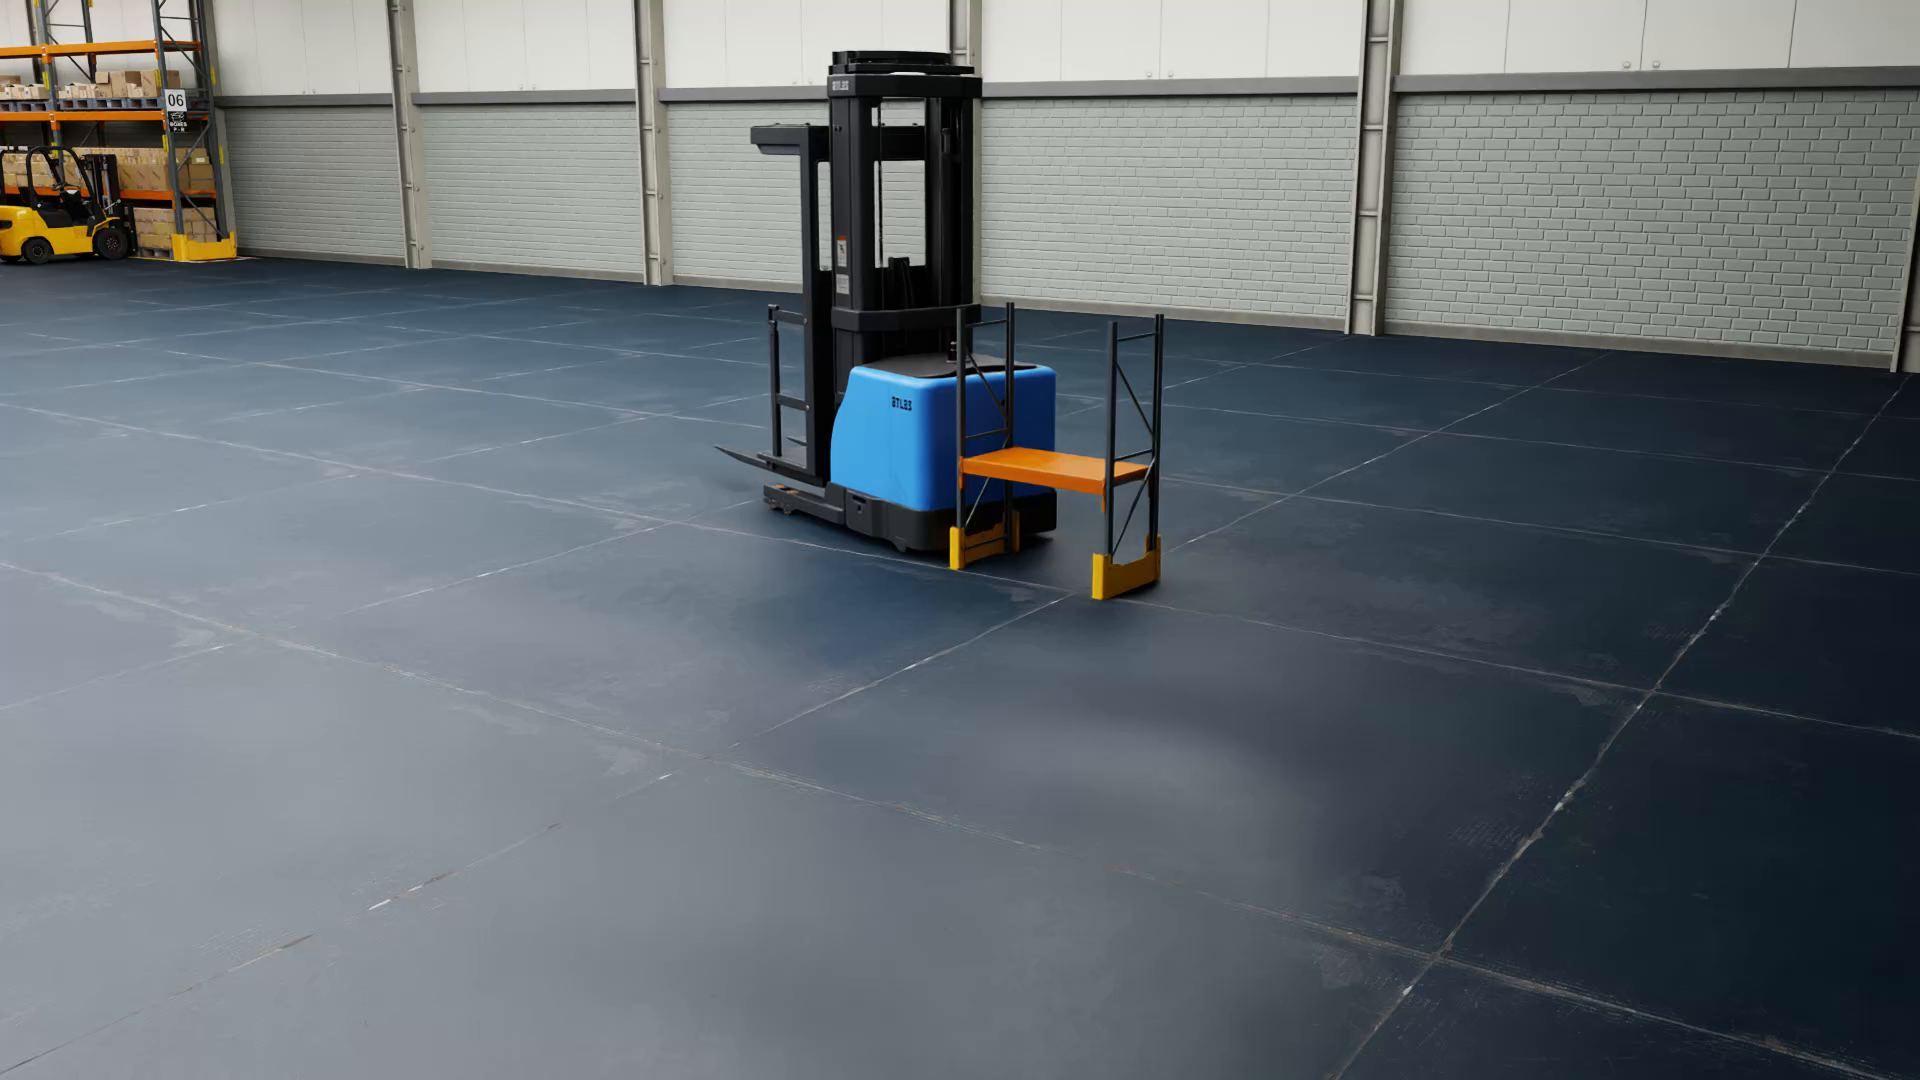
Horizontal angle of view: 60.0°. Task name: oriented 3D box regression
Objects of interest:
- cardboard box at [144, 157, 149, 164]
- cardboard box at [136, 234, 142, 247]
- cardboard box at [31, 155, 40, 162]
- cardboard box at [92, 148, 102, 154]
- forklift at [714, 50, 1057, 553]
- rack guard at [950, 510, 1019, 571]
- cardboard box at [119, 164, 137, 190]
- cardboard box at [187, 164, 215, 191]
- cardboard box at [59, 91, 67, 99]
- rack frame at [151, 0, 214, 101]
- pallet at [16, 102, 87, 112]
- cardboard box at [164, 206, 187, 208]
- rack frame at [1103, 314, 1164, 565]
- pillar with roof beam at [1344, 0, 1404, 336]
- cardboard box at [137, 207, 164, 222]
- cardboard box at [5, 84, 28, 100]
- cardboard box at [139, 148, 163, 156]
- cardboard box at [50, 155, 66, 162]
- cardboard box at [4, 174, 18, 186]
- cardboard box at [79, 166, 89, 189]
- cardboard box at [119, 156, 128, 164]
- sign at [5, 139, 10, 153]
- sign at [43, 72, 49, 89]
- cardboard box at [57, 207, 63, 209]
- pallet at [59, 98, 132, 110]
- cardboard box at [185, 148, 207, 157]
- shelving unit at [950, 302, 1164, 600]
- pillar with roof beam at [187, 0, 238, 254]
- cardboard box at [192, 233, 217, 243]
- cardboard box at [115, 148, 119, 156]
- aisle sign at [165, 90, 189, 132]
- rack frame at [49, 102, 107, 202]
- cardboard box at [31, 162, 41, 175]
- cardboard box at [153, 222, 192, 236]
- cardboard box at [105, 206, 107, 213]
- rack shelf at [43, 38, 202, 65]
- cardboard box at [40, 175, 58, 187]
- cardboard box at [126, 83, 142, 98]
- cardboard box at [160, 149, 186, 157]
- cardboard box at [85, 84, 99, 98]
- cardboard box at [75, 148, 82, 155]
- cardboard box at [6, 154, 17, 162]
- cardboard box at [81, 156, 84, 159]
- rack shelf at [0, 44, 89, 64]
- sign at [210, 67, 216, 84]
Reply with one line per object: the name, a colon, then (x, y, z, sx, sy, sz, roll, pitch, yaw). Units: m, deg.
cardboard box: (-15.660, -7.404, 32.433, 0.250, 0.149, 0.380, 10, 17, 34)
cardboard box: (-16.190, -5.981, 33.092, 0.500, 0.250, 0.500, 9, 17, 33)
cardboard box: (-19.223, -7.959, 34.675, 0.250, 0.149, 0.380, 9, 16, 31)
cardboard box: (-17.156, -7.783, 33.345, 0.250, 0.149, 0.380, 9, 16, 32)
forklift: (-0.660, -1.648, 10.882, 1.130, 2.935, 3.031, -10, 17, -34)
rack guard: (0.150, -0.003, 9.814, 0.087, 0.250, 0.587, 11, 18, 37)
cardboard box: (-16.212, -7.177, 32.865, 0.500, 0.500, 0.500, 9, 16, 32)
cardboard box: (-15.063, -7.145, 32.736, 0.500, 0.500, 0.500, 10, 17, 35)
cardboard box: (-17.923, -8.977, 33.543, 0.250, 0.149, 0.380, 10, 17, 34)
rack frame: (-14.806, -9.887, 31.535, 0.127, 3.000, 1.000, 9, 17, 33)
pallet: (-18.865, -8.990, 34.553, 1.217, 0.209, 0.805, 8, 16, 31)
cardboard box: (-15.516, -6.498, 33.097, 0.500, 0.250, 0.500, 9, 17, 33)
rack frame: (0.942, -0.457, 9.048, 0.032, 1.500, 0.500, 11, 18, 37)
pillar with roof beam: (2.631, -6.083, 16.169, 0.400, 9.000, 9.100, 9, 17, 33)
cardboard box: (-15.790, -6.396, 32.686, 0.500, 0.250, 0.500, 10, 17, 34)
cardboard box: (-19.499, -9.328, 34.623, 0.500, 0.311, 0.500, 9, 16, 31)
cardboard box: (-15.841, -7.593, 32.578, 0.250, 0.149, 0.380, 9, 17, 33)
cardboard box: (-18.533, -7.876, 34.339, 0.250, 0.149, 0.380, 10, 17, 35)
cardboard box: (-19.938, -7.660, 35.339, 0.500, 0.250, 0.500, 10, 17, 35)
cardboard box: (-17.462, -7.382, 33.692, 0.500, 0.500, 0.500, 10, 17, 34)
cardboard box: (-16.329, -7.496, 32.804, 0.250, 0.149, 0.380, 9, 17, 33)
sign: (-21.138, -8.721, 36.900, 0.005, 0.325, 0.100, 9, 17, 33)
sign: (-18.420, -9.261, 33.520, 0.005, 0.325, 0.100, 9, 17, 33)
cardboard box: (-19.204, -6.736, 35.358, 0.625, 0.625, 0.875, 9, 17, 32)
pallet: (-17.403, -8.815, 33.632, 1.213, 0.211, 1.003, 9, 17, 33)
cardboard box: (-14.966, -7.570, 32.485, 0.250, 0.149, 0.380, 9, 16, 32)
shelving unit: (0.538, -0.535, 9.362, 1.083, 1.500, 0.587, 11, 18, 37)
pillar with roof beam: (-17.284, -9.302, 29.171, 0.400, 9.000, 9.100, 9, 17, 33)
cardboard box: (-15.105, -5.949, 32.960, 0.500, 0.250, 0.500, 9, 17, 33)
cardboard box: (-16.497, -7.693, 32.981, 0.250, 0.149, 0.380, 9, 17, 34)
aisle sign: (-14.916, -8.169, 31.672, 0.004, 0.787, 0.394, 9, 17, 33)
rack frame: (-18.126, -7.511, 34.423, 0.127, 3.000, 1.000, 9, 17, 33)
cardboard box: (-19.107, -7.763, 34.714, 0.500, 0.250, 0.500, 9, 16, 31)
cardboard box: (-15.385, -6.089, 32.488, 0.500, 0.250, 0.500, 9, 16, 32)
cardboard box: (-17.061, -6.603, 33.523, 0.500, 0.250, 0.500, 10, 17, 35)
rack shelf: (-16.466, -9.612, 32.753, 4.000, 0.370, 1.077, 9, 17, 33)
cardboard box: (-18.690, -7.454, 34.504, 0.500, 0.250, 0.500, 10, 17, 34)
cardboard box: (-15.874, -8.702, 32.191, 0.258, 0.266, 0.396, 9, 17, 33)
cardboard box: (-15.221, -7.489, 32.155, 0.250, 0.149, 0.380, 9, 17, 33)
cardboard box: (-17.063, -8.895, 32.968, 0.258, 0.266, 0.396, 9, 16, 31)
cardboard box: (-17.749, -7.903, 33.831, 0.250, 0.149, 0.380, 9, 17, 34)
cardboard box: (-19.873, -8.062, 35.089, 0.250, 0.149, 0.380, 9, 16, 31)
cardboard box: (-17.560, -7.716, 33.691, 0.250, 0.149, 0.380, 9, 17, 33)
rack shelf: (-19.785, -10.148, 34.920, 4.000, 0.370, 1.077, 9, 17, 33)
sign: (-14.492, -9.003, 32.225, 0.005, 0.325, 0.100, 9, 17, 33)
